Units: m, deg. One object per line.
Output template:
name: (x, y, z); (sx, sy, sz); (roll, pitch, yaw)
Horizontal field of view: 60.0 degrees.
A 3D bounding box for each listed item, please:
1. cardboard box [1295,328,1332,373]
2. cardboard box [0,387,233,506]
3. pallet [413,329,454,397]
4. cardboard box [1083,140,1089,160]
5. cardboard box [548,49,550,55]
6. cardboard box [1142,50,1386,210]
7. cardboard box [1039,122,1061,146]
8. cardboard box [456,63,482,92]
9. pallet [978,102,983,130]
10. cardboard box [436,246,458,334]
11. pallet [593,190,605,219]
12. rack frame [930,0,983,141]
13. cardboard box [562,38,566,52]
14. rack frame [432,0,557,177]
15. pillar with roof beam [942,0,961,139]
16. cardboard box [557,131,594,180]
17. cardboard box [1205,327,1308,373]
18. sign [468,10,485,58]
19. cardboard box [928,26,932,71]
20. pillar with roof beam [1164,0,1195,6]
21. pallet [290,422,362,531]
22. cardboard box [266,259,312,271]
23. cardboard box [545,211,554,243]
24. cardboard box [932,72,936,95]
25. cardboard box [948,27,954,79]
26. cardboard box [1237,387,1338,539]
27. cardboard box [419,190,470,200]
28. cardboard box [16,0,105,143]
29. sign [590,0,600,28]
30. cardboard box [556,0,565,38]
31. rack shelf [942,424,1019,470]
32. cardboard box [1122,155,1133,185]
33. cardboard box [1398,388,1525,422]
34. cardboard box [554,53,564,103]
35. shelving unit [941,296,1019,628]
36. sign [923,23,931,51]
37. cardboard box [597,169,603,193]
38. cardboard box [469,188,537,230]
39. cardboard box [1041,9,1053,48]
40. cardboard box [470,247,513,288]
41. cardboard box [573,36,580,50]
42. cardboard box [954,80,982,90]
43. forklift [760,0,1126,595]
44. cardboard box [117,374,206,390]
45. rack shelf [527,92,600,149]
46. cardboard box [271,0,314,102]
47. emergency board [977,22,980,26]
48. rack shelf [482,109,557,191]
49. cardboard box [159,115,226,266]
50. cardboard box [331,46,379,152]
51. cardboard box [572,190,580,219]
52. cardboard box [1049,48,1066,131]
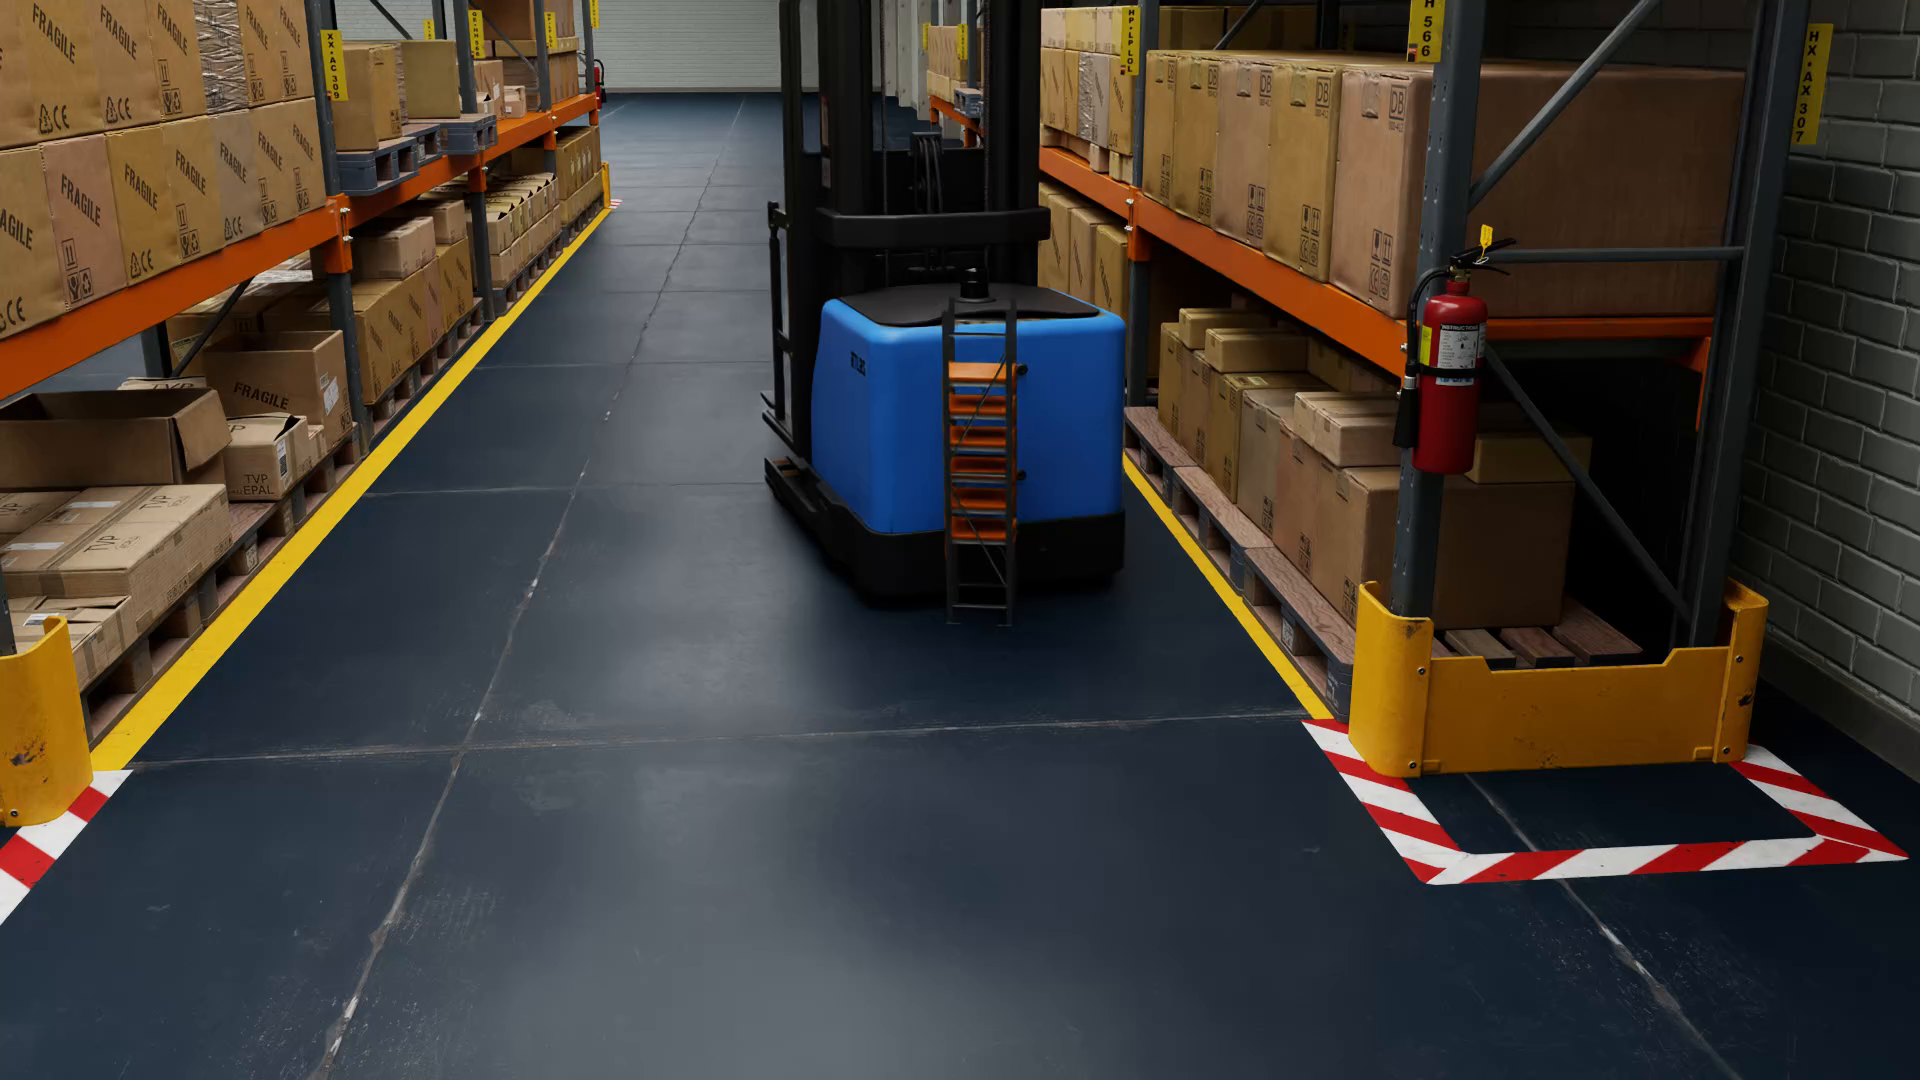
cardboard box: (1.658, -0.822, 7.176); (0.380, 0.149, 0.250); (-2, 18, -5)
cardboard box: (-3.337, -0.297, 6.548); (0.797, 0.503, 0.637); (-2, 18, -6)
pallet: (-3.786, -1.113, 10.369); (1.003, 0.211, 1.213); (-2, 18, -6)
cardboard box: (0.971, -2.433, 10.304); (0.380, 0.149, 0.250); (-1, 17, -4)
cardboard box: (-4.279, -4.894, 16.508); (0.380, 0.149, 0.250); (-2, 18, -6)
cardboard box: (1.431, -1.973, 7.952); (0.980, 0.700, 0.700); (-2, 17, -5)
cardboard box: (0.743, -2.811, 11.509); (0.380, 0.149, 0.250); (-1, 17, -4)
cardboard box: (-4.138, -3.577, 13.394); (0.500, 0.500, 0.500); (-3, 18, -9)
pallet: (0.799, -3.301, 13.004); (1.213, 0.211, 1.003); (-2, 18, -6)
cardboard box: (-3.565, -1.621, 10.772); (0.500, 0.500, 0.500); (-2, 18, -8)
pallet: (-4.653, -3.856, 19.107); (1.003, 0.211, 1.213); (-2, 18, -6)
rack frame: (0.153, -5.567, 19.902); (1.000, 3.000, 0.127); (-2, 18, -6)
cardboard box: (-4.409, -5.276, 17.726); (0.380, 0.149, 0.250); (-1, 17, -4)
rack frame: (-4.361, -4.221, 15.615); (1.000, 3.000, 0.127); (-2, 18, -6)
pillar with roof beam: (-4.434, -11.690, 29.388); (9.100, 9.000, 0.400); (-2, 18, -6)
cardboard box: (-4.304, -4.211, 18.220); (0.500, 0.500, 0.500); (-2, 18, -6)
cardboard box: (1.274, -0.820, 7.170); (0.380, 0.149, 0.250); (-2, 18, -7)
sign: (-3.409, -3.564, 11.719); (0.100, 0.325, 0.005); (-2, 18, -6)
cardboard box: (-0.096, -5.711, 19.326); (0.500, 0.500, 0.500); (-2, 18, -6)
pillar with roof beam: (-2.577, -6.327, 12.306); (9.100, 9.000, 0.400); (-2, 18, -6)
pallet: (-3.466, -0.302, 7.789); (1.003, 0.211, 1.213); (-2, 18, -6)
cardboard box: (-4.020, -1.442, 10.200); (0.500, 0.500, 0.500); (-2, 18, -8)
cardboard box: (-3.979, -2.844, 15.118); (0.500, 0.250, 0.500); (-2, 18, -6)
cardboard box: (-0.044, -5.196, 18.935); (0.500, 0.250, 0.500); (-2, 18, -7)
cardboard box: (0.152, -4.951, 16.904); (0.500, 0.500, 0.500); (-2, 18, -6)
cardboard box: (1.528, -0.312, 6.636); (0.700, 0.500, 0.500); (-2, 18, -7)
cardboard box: (-4.406, -2.788, 14.004); (0.500, 0.311, 0.500); (-1, 17, -4)
cardboard box: (-2.968, -1.467, 5.004); (0.500, 0.500, 0.500); (-2, 18, -5)
sign: (-4.232, -6.091, 19.242); (0.100, 0.325, 0.005); (-2, 18, -6)
cardboard box: (-4.620, -5.618, 17.730); (0.700, 0.500, 0.500); (-2, 18, -5)
rack shelf: (0.075, -0.337, 5.972); (0.258, 0.103, 0.180); (2, 24, 6)
cardboard box: (1.075, -1.973, 8.841); (0.380, 0.149, 0.250); (-2, 18, -5)
cardboard box: (1.791, -0.443, 5.968); (0.380, 0.149, 0.250); (-2, 18, -5)
cardboard box: (-4.576, -4.860, 17.482); (0.700, 0.500, 0.500); (-1, 17, -4)
shelving unit: (0.076, -0.268, 6.003); (0.258, 1.200, 0.189); (2, 24, 6)
sign: (-0.386, -5.963, 19.718); (0.100, 0.325, 0.005); (-2, 18, -6)
cardboard box: (-4.424, -4.151, 19.280); (0.500, 0.250, 0.500); (-2, 18, -6)
cardboard box: (-3.877, -2.812, 14.079); (0.500, 0.311, 0.500); (-2, 18, -6)
cardboard box: (0.825, -3.437, 11.169); (0.500, 0.250, 0.500); (-2, 18, -6)
cardboard box: (-3.710, -2.083, 12.694); (0.500, 0.250, 0.500); (-2, 18, -6)
cardboard box: (-4.544, -5.662, 18.955); (0.380, 0.149, 0.250); (-2, 18, -7)
cardboard box: (0.216, -4.445, 16.545); (0.500, 0.250, 0.500); (-2, 18, -6)
forklift: (-0.288, -1.592, 7.353); (1.130, 2.935, 3.031); (-6, 18, -17)
cardboard box: (-3.708, -0.633, 7.940); (0.500, 0.311, 0.500); (-2, 18, -6)
rack shelf: (-4.567, -4.474, 17.620); (1.077, 0.370, 4.000); (-2, 18, -6)
cardboard box: (-3.226, -2.220, 7.404); (0.500, 0.500, 0.500); (-2, 18, -5)
emergency board: (0.250, -7.910, 27.365); (0.194, 1.169, 0.643); (-2, 18, -6)
rack shelf: (-4.155, -3.282, 13.824); (1.077, 0.370, 4.000); (-2, 18, -6)
cardboard box: (-3.064, -1.286, 6.099); (0.500, 0.500, 0.500); (-2, 17, -5)
cardboard box: (-3.362, -2.234, 8.416); (0.700, 0.500, 0.500); (-8, 19, -24)
cardboard box: (-4.154, -3.406, 16.909); (0.500, 0.250, 0.500); (-2, 18, -6)
cardboard box: (0.869, -2.926, 10.792); (0.500, 0.500, 0.500); (-2, 18, -6)
